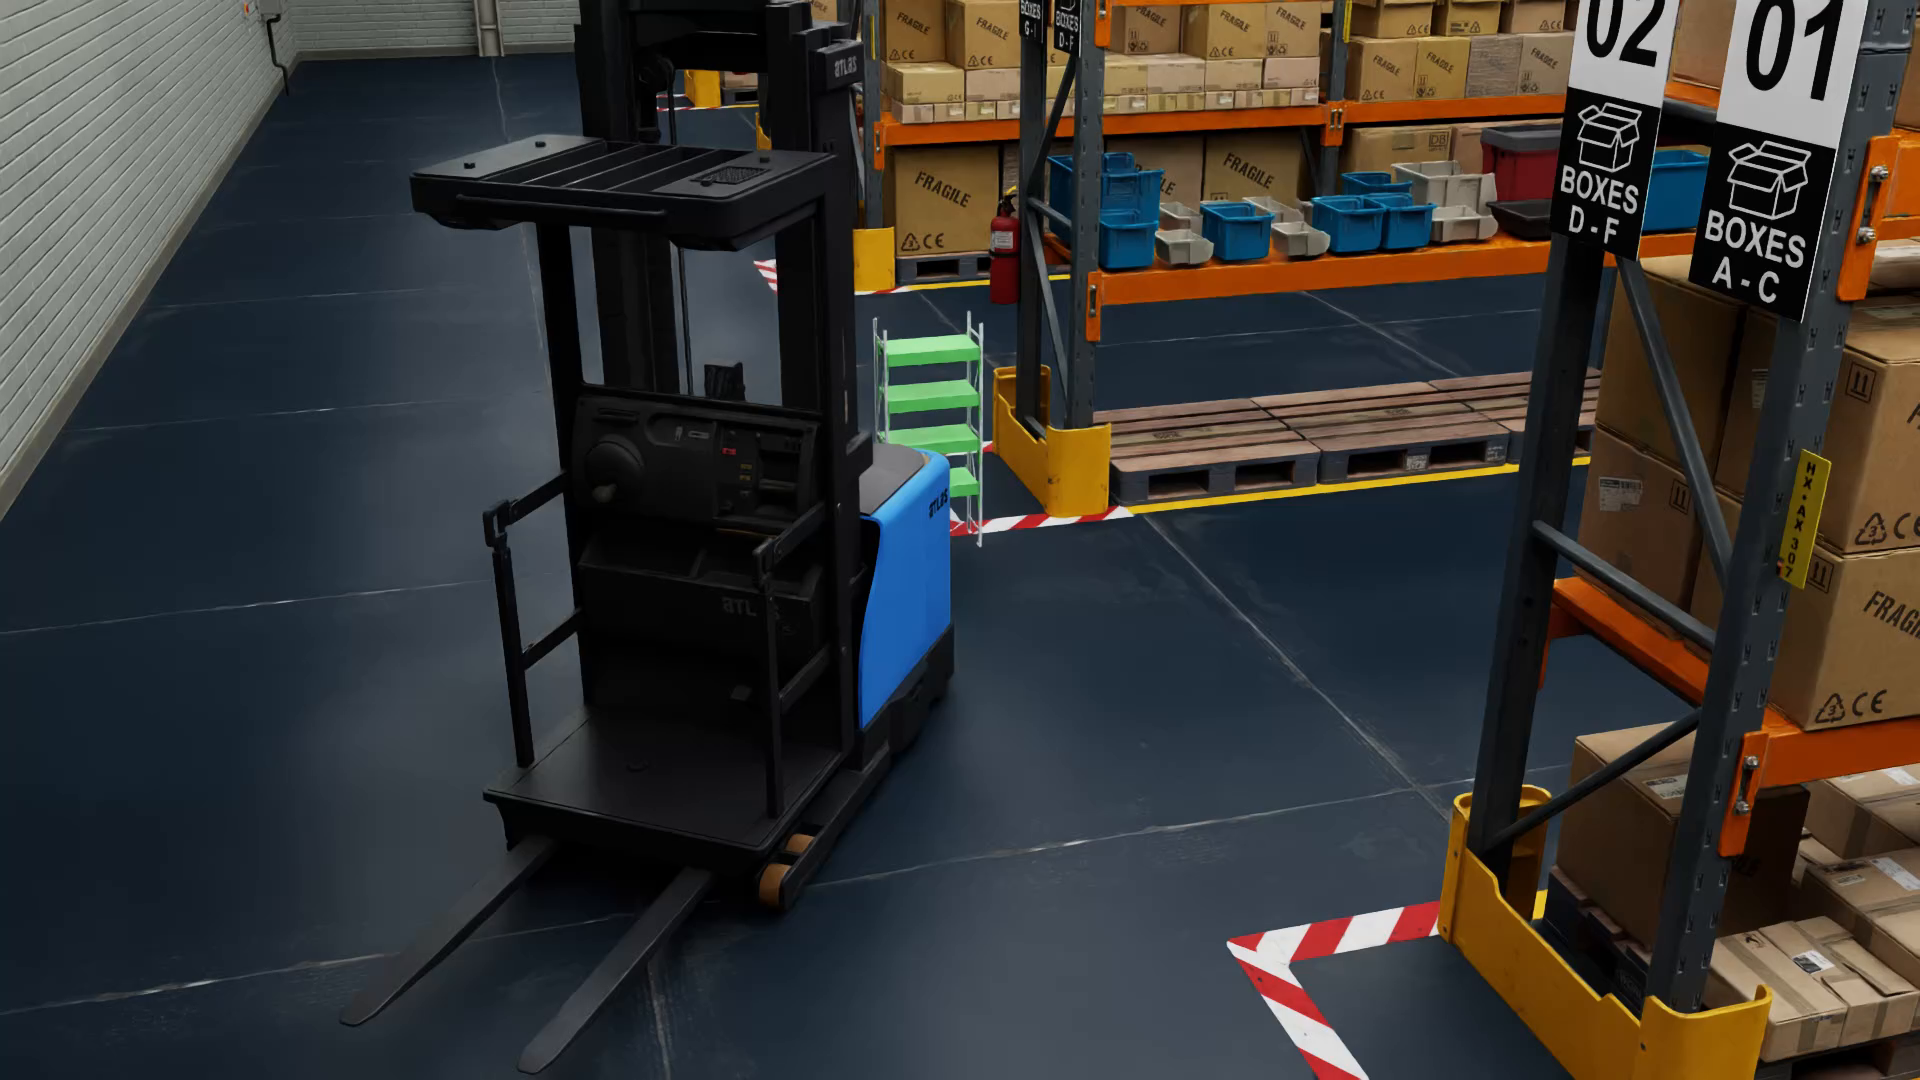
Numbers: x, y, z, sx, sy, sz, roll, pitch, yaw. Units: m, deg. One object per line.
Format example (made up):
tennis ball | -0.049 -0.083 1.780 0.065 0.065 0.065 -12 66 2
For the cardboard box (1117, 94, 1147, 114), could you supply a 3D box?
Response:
cardboard box | 1.350 -3.609 13.675 0.250 0.149 0.380 -6 24 -14

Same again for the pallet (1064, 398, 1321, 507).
pallet | 1.329 -0.530 9.718 1.213 0.211 1.003 -6 24 -14

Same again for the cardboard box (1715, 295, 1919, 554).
cardboard box | 2.358 -0.310 4.274 0.500 0.500 0.500 -6 24 -13

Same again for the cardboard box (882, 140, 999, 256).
cardboard box | -0.219 -2.934 13.946 0.875 0.875 0.875 -6 24 -14

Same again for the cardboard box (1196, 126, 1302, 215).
cardboard box | 2.381 -3.222 14.616 0.875 0.875 0.875 -6 24 -14

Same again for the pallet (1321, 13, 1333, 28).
pallet | 3.752 -6.050 19.290 1.213 0.211 1.003 -6 24 -14

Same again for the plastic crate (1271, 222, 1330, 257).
plastic crate | 1.836 -1.621 8.983 0.298 0.136 0.250 -6 24 -14

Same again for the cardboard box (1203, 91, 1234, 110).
cardboard box | 2.090 -3.691 13.866 0.250 0.149 0.380 -6 24 -13

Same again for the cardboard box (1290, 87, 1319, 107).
cardboard box | 2.833 -3.773 14.057 0.250 0.149 0.380 -6 24 -14

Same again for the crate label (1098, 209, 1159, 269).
crate label | 0.851 -1.590 8.789 0.303 0.233 0.416 -6 24 -14

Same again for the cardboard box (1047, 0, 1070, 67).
cardboard box | 0.700 -4.091 13.341 0.500 0.500 0.500 -7 24 -16

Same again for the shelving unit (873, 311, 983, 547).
shelving unit | -0.159 -0.534 8.472 0.503 1.200 0.258 -6 24 -14

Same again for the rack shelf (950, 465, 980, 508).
rack shelf | -0.159 -0.255 8.592 0.480 0.148 0.258 -6 24 -14

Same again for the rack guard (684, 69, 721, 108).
rack guard | -3.513 -6.230 22.636 0.348 0.500 1.175 -6 24 -14

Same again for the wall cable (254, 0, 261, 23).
wall cable | -9.307 -7.776 21.780 0.122 1.984 0.588 -6 24 -14

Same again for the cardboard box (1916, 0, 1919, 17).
cardboard box | 2.424 -1.353 3.851 0.500 0.250 0.500 -6 24 -14

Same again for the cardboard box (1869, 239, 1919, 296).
cardboard box | 2.700 -0.569 4.877 0.500 0.500 0.500 -6 24 -13

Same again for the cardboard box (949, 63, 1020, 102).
cardboard box | 0.221 -3.693 13.366 0.500 0.250 0.500 -7 24 -15

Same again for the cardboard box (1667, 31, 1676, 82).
cardboard box | 6.000 -4.319 14.886 0.500 0.500 0.500 -7 24 -15

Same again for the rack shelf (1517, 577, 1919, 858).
rack shelf | 3.785 0.260 5.252 4.000 0.370 1.077 -6 24 -14

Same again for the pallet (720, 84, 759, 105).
pallet | -2.741 -6.215 22.966 1.213 0.211 1.003 -6 24 -14

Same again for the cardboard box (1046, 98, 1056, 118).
cardboard box | 0.607 -3.526 13.482 0.250 0.149 0.380 -7 24 -15

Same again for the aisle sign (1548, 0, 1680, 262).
aisle sign | 1.711 -1.161 4.355 0.004 0.787 0.394 -6 24 -14

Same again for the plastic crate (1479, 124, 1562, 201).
plastic crate | 3.449 -2.222 9.966 0.583 0.464 0.402 -6 24 -14

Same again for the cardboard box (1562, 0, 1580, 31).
cardboard box | 5.553 -4.838 14.822 0.637 0.503 0.797 -6 24 -13

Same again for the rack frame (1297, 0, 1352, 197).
rack frame | 3.038 -4.045 14.373 0.127 3.000 1.000 -6 24 -14

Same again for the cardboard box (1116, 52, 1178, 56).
cardboard box | 1.537 -4.054 14.206 0.500 0.250 0.500 -6 24 -13

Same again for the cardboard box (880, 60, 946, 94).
cardboard box | -0.418 -3.839 13.706 0.500 0.250 0.500 -7 24 -15

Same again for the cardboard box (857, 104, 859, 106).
cardboard box | -1.227 -4.671 18.160 0.250 0.149 0.380 -6 24 -13

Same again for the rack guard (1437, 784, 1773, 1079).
rack guard | 1.932 1.283 5.126 0.348 0.500 1.175 -6 24 -14

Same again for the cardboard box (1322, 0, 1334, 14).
cardboard box | 4.060 -6.081 18.903 0.250 0.149 0.380 -6 24 -13

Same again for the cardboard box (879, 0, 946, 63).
cardboard box | -0.415 -4.183 13.557 0.500 0.500 0.500 -6 24 -14

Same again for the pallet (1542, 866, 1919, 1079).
pallet | 2.700 1.331 5.381 1.213 0.211 1.003 -6 24 -14

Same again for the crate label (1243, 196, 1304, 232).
crate label | 1.805 -1.865 9.550 0.243 0.136 0.396 -6 24 -14

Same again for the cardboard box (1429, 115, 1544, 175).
cardboard box | 4.509 -3.433 15.108 0.875 0.875 1.225 -7 24 -16

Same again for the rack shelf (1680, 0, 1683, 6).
rack shelf | 6.302 -3.425 10.037 4.000 0.370 1.077 -6 24 -14

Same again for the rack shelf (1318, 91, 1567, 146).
rack shelf | 4.964 -3.927 15.011 4.000 0.370 1.077 -6 24 -14

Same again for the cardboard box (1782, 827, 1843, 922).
cardboard box | 2.730 1.082 5.460 0.250 0.166 0.380 -6 24 -14

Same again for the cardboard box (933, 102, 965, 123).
cardboard box | -0.136 -3.444 13.291 0.250 0.149 0.380 -7 24 -15

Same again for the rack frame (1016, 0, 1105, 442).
rack frame | 0.525 -1.739 8.998 0.127 3.000 1.000 -6 24 -14

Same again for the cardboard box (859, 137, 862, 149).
cardboard box | -1.235 -4.389 18.257 0.250 0.149 0.380 -6 24 -15

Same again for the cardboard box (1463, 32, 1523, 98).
cardboard box | 4.514 -4.152 14.496 0.500 0.500 0.500 -7 24 -16

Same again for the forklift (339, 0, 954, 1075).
forklift | -1.002 -0.245 5.603 1.130 2.935 3.031 8 25 18

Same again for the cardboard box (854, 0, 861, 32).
cardboard box | -1.040 -5.705 17.738 0.500 0.500 0.500 -6 24 -14

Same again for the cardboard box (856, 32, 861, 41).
cardboard box | -1.148 -5.359 17.753 0.250 0.149 0.380 -7 24 -16

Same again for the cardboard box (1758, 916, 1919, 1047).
cardboard box | 2.596 1.302 4.948 0.250 0.166 0.380 -6 24 -14

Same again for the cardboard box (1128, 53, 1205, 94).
cardboard box | 1.695 -3.856 13.745 0.500 0.250 0.500 -6 24 -13

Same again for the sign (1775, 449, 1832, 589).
sign | 2.006 -0.049 3.963 0.005 0.325 0.100 -6 24 -14

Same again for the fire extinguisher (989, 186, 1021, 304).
fire extinguisher | 0.257 -1.688 9.451 0.183 0.674 0.296 -6 24 -14

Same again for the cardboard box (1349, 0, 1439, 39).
cardboard box | 3.651 -4.623 14.321 0.637 0.503 0.797 -7 24 -16

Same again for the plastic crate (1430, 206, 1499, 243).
plastic crate | 2.781 -1.771 9.332 0.466 0.136 0.293 -6 24 -14

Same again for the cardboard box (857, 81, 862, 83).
cardboard box | -1.134 -6.701 23.280 0.875 0.438 0.875 -7 24 -16

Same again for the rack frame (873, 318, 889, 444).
rack frame | -0.394 -0.508 8.412 0.015 1.200 0.240 -6 24 -14
